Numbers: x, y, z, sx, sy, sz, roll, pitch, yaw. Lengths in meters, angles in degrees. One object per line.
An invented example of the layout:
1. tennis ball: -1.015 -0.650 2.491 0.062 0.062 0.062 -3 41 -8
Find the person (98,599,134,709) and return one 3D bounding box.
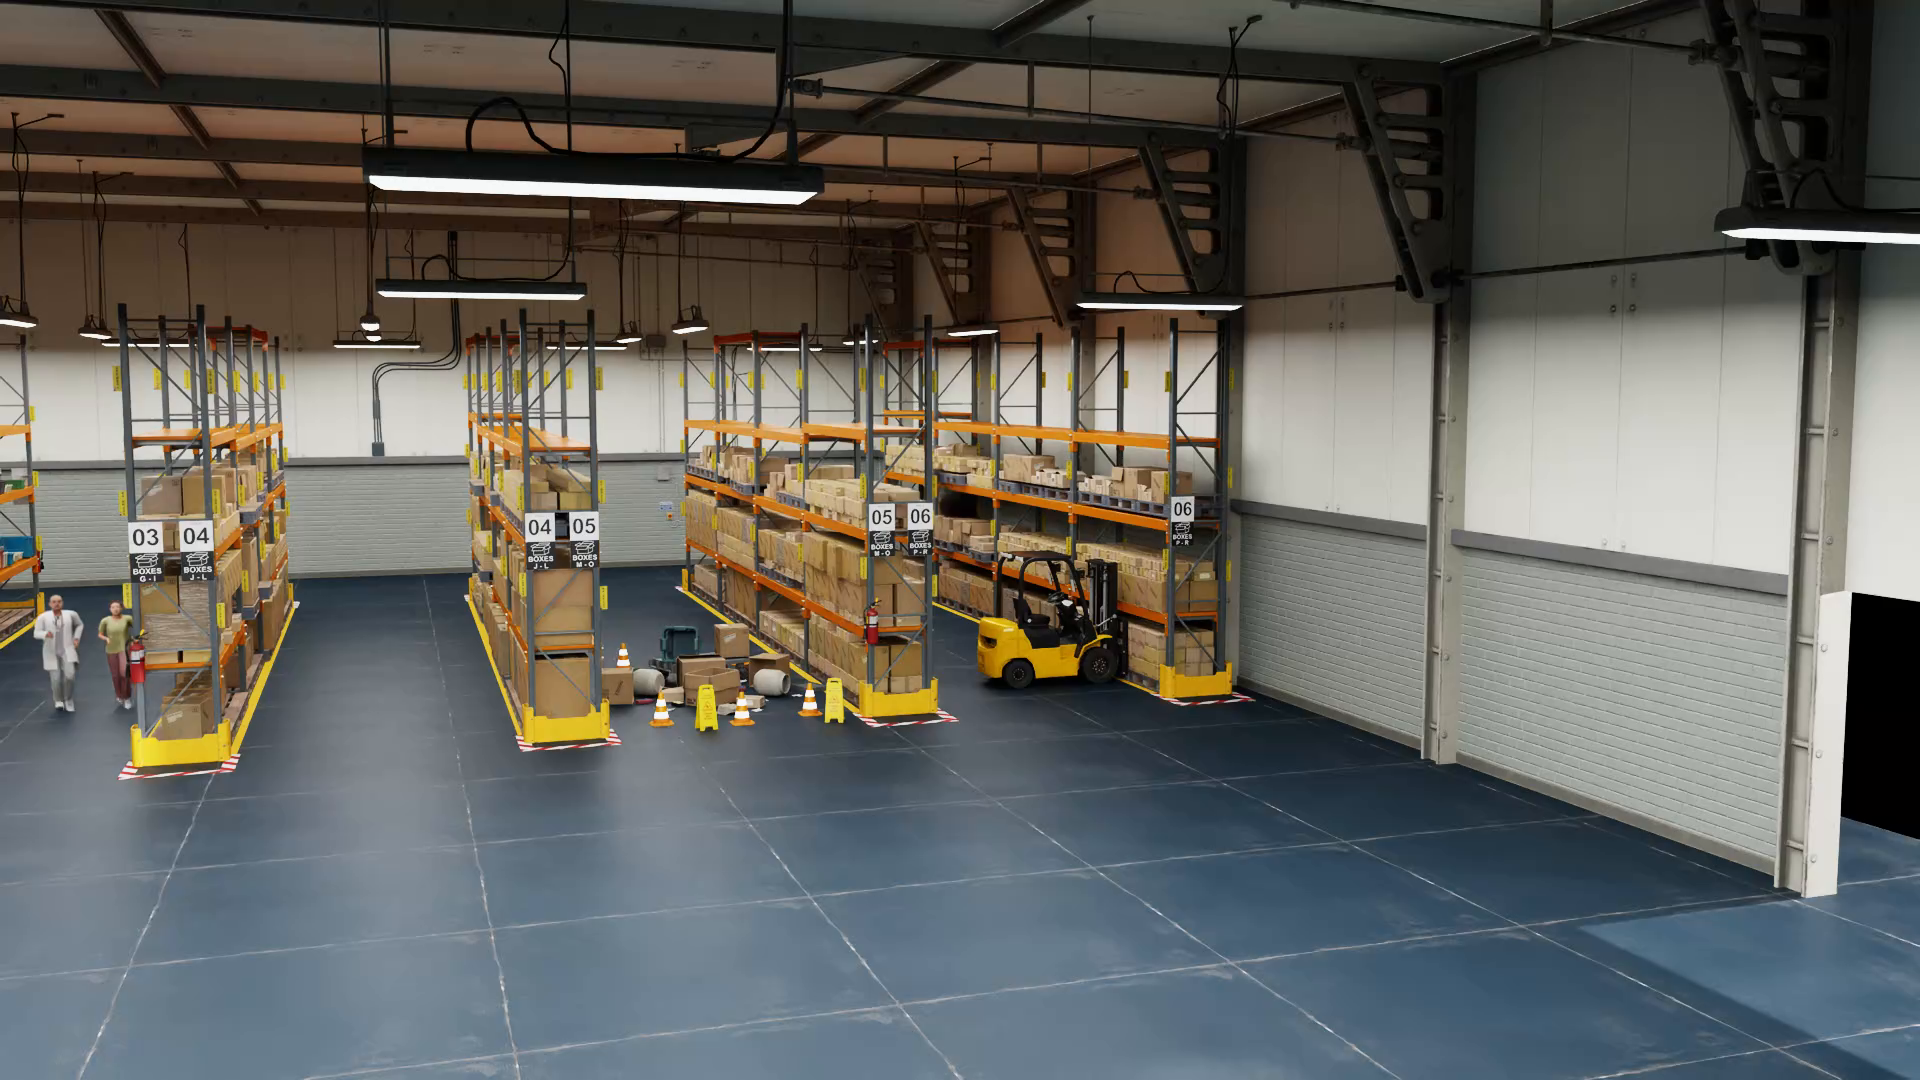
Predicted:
1. person: -12.979 1.754 25.640 0.531 1.700 0.726 -2 6 -19

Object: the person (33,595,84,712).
1. person: -13.662 1.743 25.256 0.687 1.794 0.734 -3 6 -31
